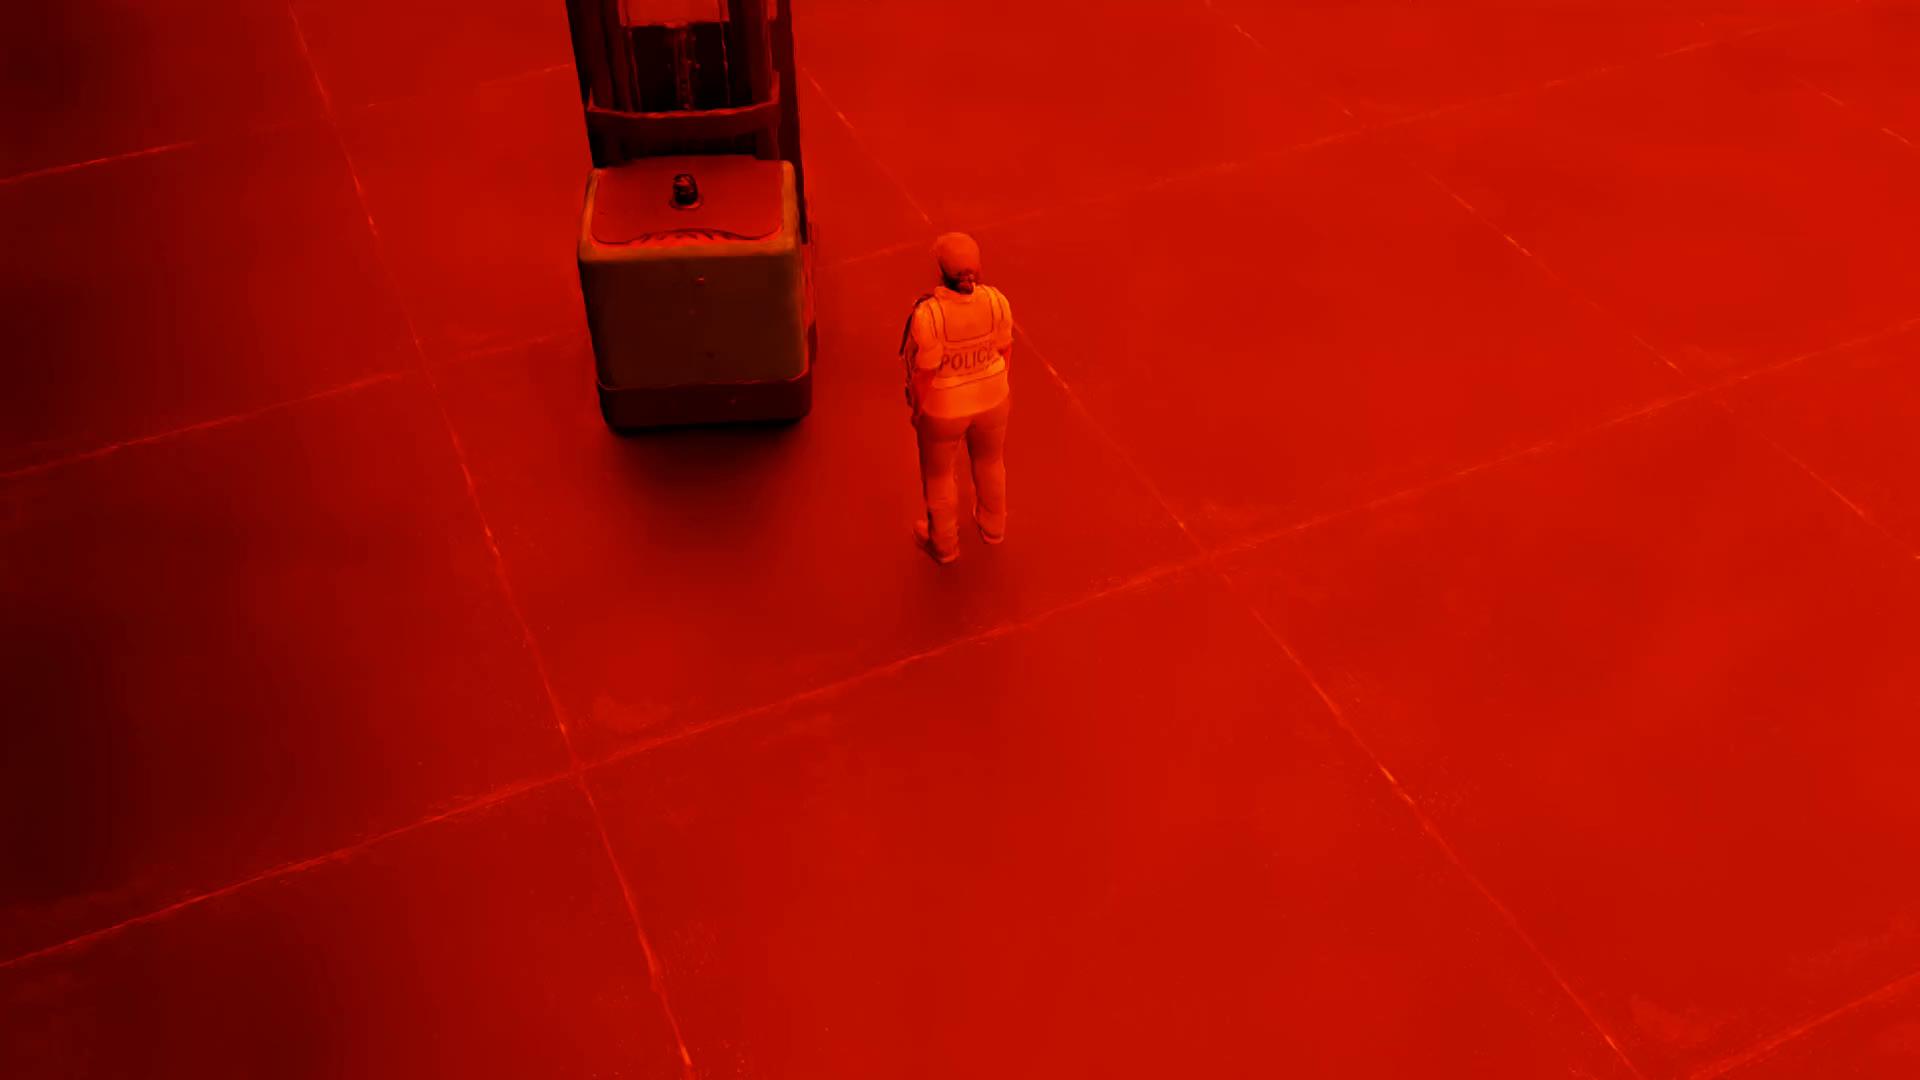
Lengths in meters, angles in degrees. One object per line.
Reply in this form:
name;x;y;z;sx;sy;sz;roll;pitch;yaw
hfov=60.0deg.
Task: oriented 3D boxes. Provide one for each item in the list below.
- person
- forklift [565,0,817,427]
person;-0.001;-0.619;7.275;0.482;1.669;0.390;-18;46;-18
forklift;-1.399;-2.639;8.508;1.130;2.935;3.031;-3;43;-4
